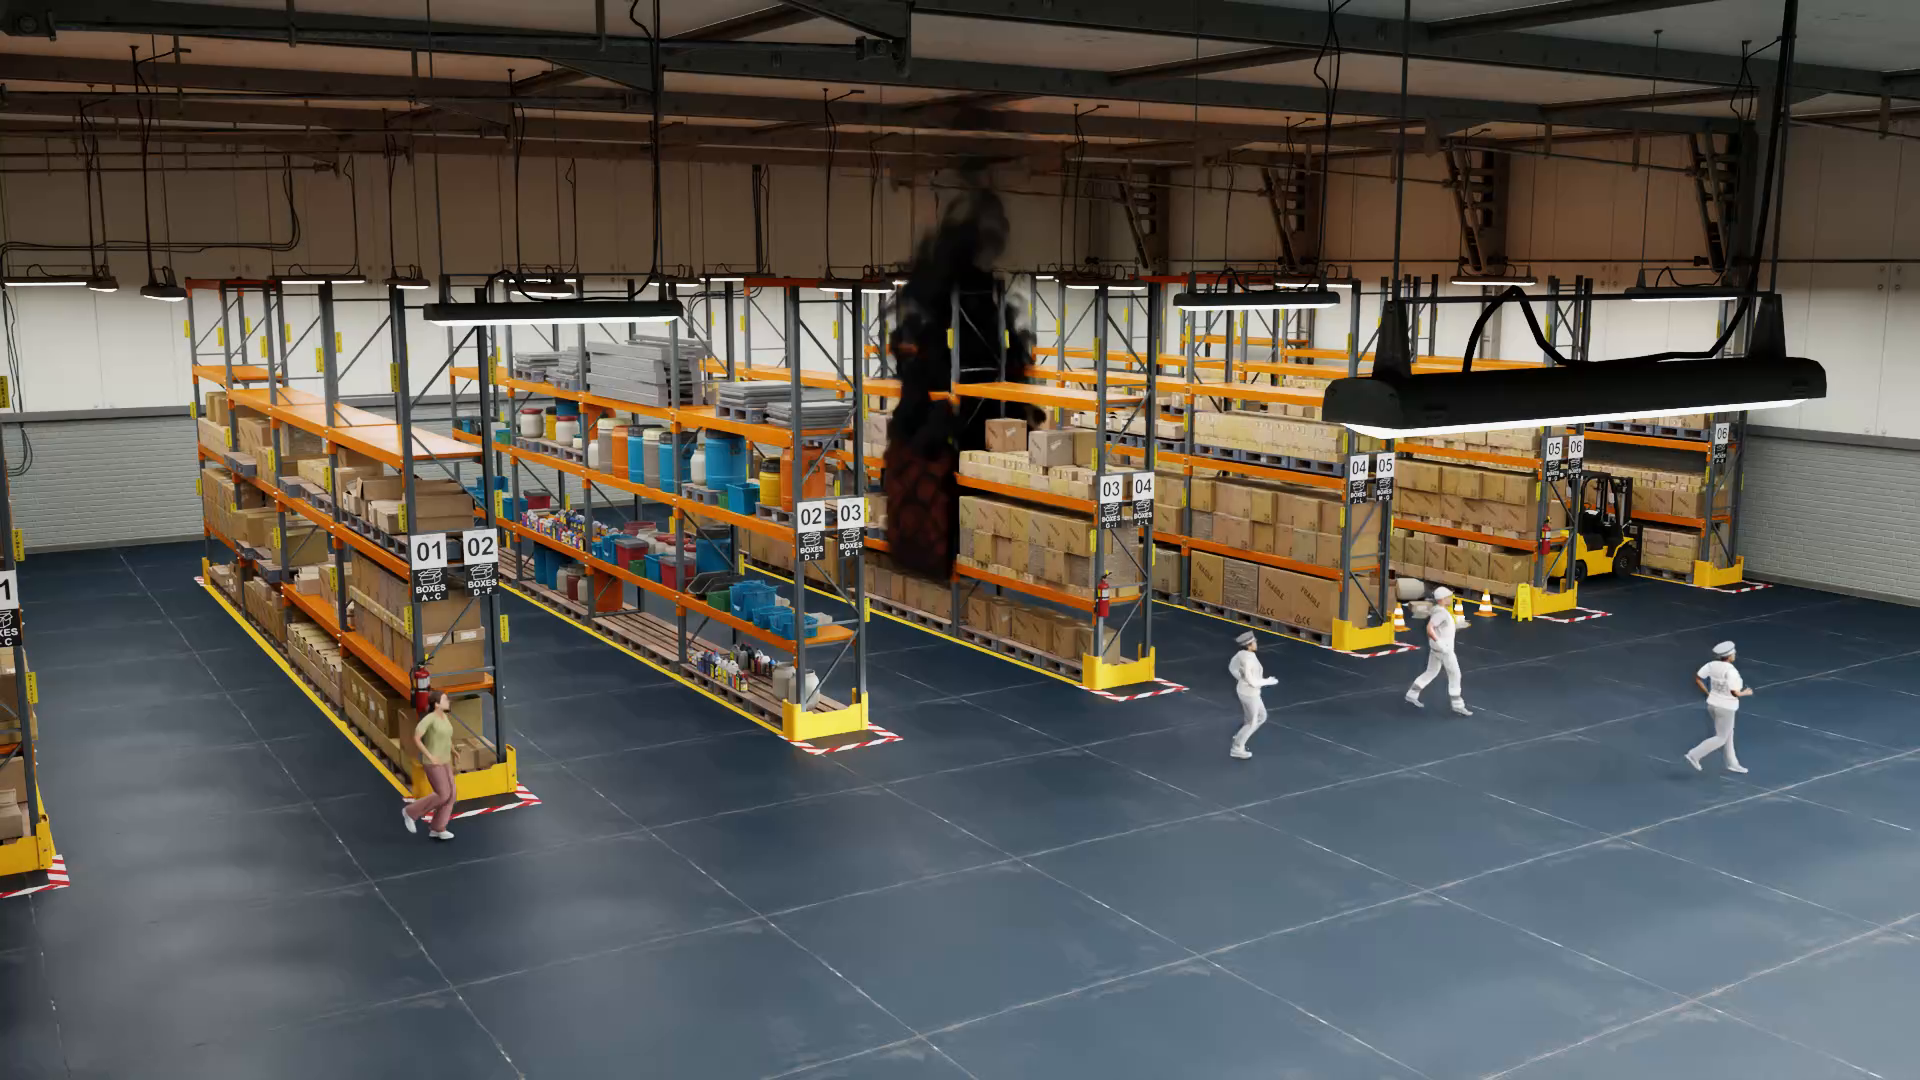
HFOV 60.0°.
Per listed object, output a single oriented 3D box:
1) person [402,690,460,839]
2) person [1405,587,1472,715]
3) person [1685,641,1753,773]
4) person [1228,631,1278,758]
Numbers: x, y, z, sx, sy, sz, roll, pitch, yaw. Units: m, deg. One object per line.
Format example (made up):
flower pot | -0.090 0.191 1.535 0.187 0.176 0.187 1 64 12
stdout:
person | -5.855 2.466 18.505 0.580 1.617 0.646 1 10 8
person | 6.750 1.546 23.287 0.901 1.810 0.655 0 10 3
person | 9.374 2.080 20.493 0.920 1.699 0.581 -2 10 -10
person | 3.748 1.967 21.254 0.570 1.662 0.600 0 10 -1
